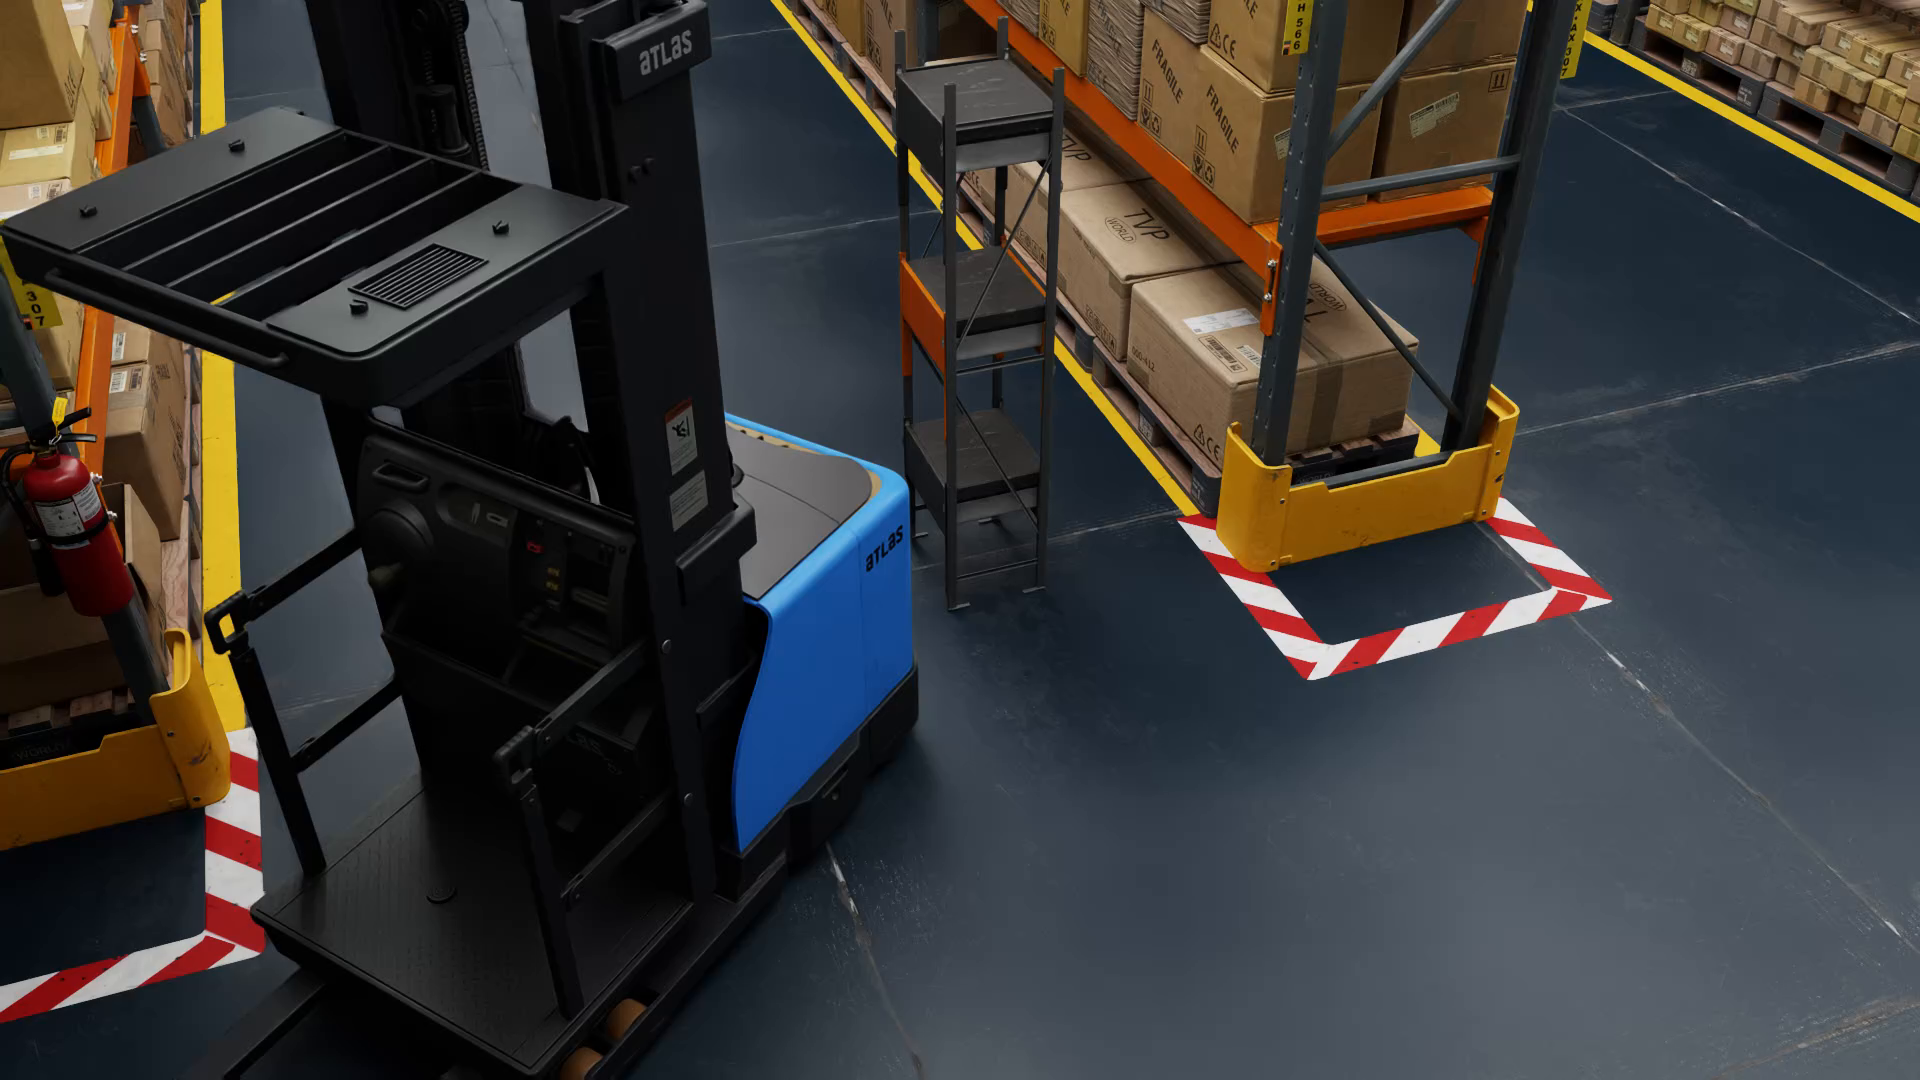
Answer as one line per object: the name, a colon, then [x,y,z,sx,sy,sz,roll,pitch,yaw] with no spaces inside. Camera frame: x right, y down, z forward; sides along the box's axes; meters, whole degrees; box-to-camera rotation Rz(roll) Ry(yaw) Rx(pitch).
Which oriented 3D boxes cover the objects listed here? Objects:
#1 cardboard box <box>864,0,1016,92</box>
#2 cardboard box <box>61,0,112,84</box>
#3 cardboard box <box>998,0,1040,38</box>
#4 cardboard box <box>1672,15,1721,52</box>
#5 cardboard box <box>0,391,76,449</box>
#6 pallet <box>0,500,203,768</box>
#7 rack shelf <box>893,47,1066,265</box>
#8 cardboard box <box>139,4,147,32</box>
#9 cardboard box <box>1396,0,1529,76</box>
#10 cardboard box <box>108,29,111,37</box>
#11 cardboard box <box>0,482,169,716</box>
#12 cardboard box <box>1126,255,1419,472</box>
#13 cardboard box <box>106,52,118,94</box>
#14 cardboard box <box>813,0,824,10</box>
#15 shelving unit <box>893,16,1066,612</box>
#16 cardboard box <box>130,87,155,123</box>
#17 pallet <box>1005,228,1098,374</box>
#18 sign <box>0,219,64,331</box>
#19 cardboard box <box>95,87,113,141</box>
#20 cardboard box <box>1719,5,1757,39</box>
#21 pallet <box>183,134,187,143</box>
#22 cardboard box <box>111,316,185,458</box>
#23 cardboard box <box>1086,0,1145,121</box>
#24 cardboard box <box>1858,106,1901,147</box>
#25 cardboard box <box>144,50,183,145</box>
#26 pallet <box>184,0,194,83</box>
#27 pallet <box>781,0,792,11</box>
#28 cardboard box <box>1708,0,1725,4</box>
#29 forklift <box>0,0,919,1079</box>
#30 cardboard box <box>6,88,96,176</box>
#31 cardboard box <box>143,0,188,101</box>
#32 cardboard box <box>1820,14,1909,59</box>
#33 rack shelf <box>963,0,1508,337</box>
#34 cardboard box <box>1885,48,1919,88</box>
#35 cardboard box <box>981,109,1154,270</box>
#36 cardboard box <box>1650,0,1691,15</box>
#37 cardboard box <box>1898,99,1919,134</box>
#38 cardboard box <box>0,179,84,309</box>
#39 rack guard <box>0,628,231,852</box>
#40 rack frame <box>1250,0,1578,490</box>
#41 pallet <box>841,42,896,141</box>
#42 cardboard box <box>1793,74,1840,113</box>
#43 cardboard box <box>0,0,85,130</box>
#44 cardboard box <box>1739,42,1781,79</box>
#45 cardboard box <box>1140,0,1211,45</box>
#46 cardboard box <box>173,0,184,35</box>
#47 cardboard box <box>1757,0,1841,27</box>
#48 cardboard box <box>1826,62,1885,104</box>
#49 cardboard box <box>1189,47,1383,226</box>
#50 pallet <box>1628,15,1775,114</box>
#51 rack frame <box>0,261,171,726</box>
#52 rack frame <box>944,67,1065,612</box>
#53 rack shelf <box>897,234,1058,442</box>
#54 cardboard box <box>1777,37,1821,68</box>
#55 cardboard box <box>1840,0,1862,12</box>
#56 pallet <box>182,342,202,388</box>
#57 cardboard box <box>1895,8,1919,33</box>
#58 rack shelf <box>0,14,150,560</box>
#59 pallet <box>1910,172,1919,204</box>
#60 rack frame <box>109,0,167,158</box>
cardboard box: [-0.040,-3.199,9.921,0.875,0.875,0.875,-11,38,-15]
cardboard box: [-3.820,-2.059,6.867,0.500,0.250,0.500,-12,39,-16]
cardboard box: [0.499,-2.700,7.758,0.500,0.500,0.500,-12,39,-16]
cardboard box: [4.777,-3.235,10.572,0.380,0.149,0.250,-11,38,-15]
cardboard box: [-2.890,-0.399,4.996,0.380,0.149,0.250,-13,39,-16]
pallet: [-3.335,0.364,6.092,1.003,0.211,1.213,-12,39,-16]
rack shelf: [0.057,-1.293,5.581,0.431,0.518,0.480,-12,39,-16]
cardboard box: [-4.792,-2.928,9.333,0.380,0.149,0.250,-11,38,-14]
cardboard box: [1.727,-2.057,6.073,0.500,0.500,0.500,-13,39,-17]
cardboard box: [-4.064,-2.289,7.504,0.380,0.149,0.250,-12,39,-15]
cardboard box: [-3.156,0.207,5.708,0.797,0.503,0.637,-14,39,-18]
cardboard box: [1.304,-0.784,7.078,0.875,0.438,0.875,-14,39,-17]
cardboard box: [-3.842,-2.004,7.127,0.380,0.149,0.250,-11,38,-15]
cardboard box: [-0.665,-4.213,11.267,0.875,0.875,0.875,-12,39,-15]
shelving unit: [0.057,-0.745,5.994,0.431,2.100,0.503,-12,39,-16]
cardboard box: [-4.284,-2.203,8.371,0.380,0.149,0.250,-11,38,-14]
pallet: [0.860,-1.297,8.296,1.003,0.211,1.213,-12,39,-16]
sign: [-2.525,-0.716,4.487,0.100,0.325,0.005,-12,39,-16]
cardboard box: [-3.662,-1.712,6.739,0.380,0.149,0.250,-13,39,-17]
cardboard box: [4.975,-3.251,10.346,0.380,0.149,0.250,-13,39,-16]
pallet: [-4.726,-1.855,9.037,1.003,0.211,1.213,-12,39,-16]
cardboard box: [-3.501,-0.602,6.785,0.500,0.500,0.500,-12,39,-15]
cardboard box: [0.866,-2.120,6.988,0.500,0.500,0.500,-11,38,-15]
cardboard box: [5.349,-2.370,9.424,0.380,0.149,0.250,-12,39,-15]
cardboard box: [-4.558,-2.305,9.045,0.500,0.500,0.500,-13,39,-17]
pallet: [-5.566,-3.233,10.867,1.003,0.211,1.213,-12,39,-16]
pallet: [-0.927,-4.232,12.192,1.003,0.211,1.213,-12,39,-16]
cardboard box: [4.825,-3.490,10.416,0.380,0.149,0.250,-11,38,-14]
forklift: [-1.330,0.095,4.188,1.130,2.935,3.031,20,41,24]
cardboard box: [-3.484,-1.483,6.103,0.500,0.250,0.500,-13,39,-17]
cardboard box: [-4.898,-2.882,9.812,0.500,0.500,0.500,-14,39,-18]
cardboard box: [5.251,-2.917,9.656,0.380,0.149,0.250,-14,39,-18]
rack shelf: [0.937,-2.130,7.682,1.077,0.370,4.000,-12,39,-16]
cardboard box: [5.416,-2.628,9.271,0.380,0.149,0.250,-14,39,-17]
cardboard box: [0.673,-1.809,8.438,0.875,0.438,0.875,-14,39,-17]
cardboard box: [4.686,-3.505,10.684,0.380,0.149,0.250,-11,38,-14]
cardboard box: [5.418,-2.339,9.135,0.380,0.149,0.250,-12,39,-15]
cardboard box: [-3.111,-0.913,5.346,0.500,0.250,0.500,-12,39,-15]
rack guard: [-3.060,0.698,5.408,1.175,0.500,0.348,-12,39,-16]
rack frame: [1.625,-1.287,5.966,1.000,3.000,0.127,-12,39,-16]
pallet: [-0.088,-2.853,10.362,1.003,0.211,1.213,-12,39,-16]
cardboard box: [5.170,-2.661,9.810,0.380,0.149,0.250,-13,39,-17]
cardboard box: [-3.454,-1.775,5.868,0.500,0.500,0.500,-11,38,-15]
cardboard box: [5.045,-2.972,10.224,0.380,0.149,0.250,-13,39,-17]
cardboard box: [1.028,-2.239,6.315,0.500,0.500,0.500,-12,39,-16]
cardboard box: [-5.277,-3.467,10.588,0.500,0.500,0.500,-13,39,-17]
cardboard box: [5.069,-3.215,10.051,0.380,0.149,0.250,-13,39,-17]
cardboard box: [5.226,-2.637,9.532,0.380,0.149,0.250,-12,39,-15]
cardboard box: [1.211,-1.545,6.225,0.500,0.500,0.500,-12,39,-16]
pallet: [5.126,-3.143,10.747,1.003,0.211,1.213,-12,39,-16]
rack frame: [-3.034,-0.257,4.598,1.000,3.000,0.127,-12,39,-16]
rack frame: [0.141,-0.607,5.811,0.400,2.100,0.015,-12,39,-16]
rack shelf: [0.057,-0.734,6.002,0.431,0.518,0.480,-12,39,-16]
cardboard box: [5.138,-2.938,9.930,0.380,0.149,0.250,-11,38,-14]
cardboard box: [5.462,-3.310,10.178,0.380,0.149,0.250,-11,38,-14]
pallet: [-4.175,-1.015,7.922,1.003,0.211,1.213,-12,39,-16]
cardboard box: [5.746,-3.027,9.801,0.380,0.149,0.250,-14,39,-18]
rack shelf: [-3.722,-1.100,6.315,1.077,0.370,4.000,-12,39,-16]
pallet: [5.966,-1.764,8.917,1.003,0.211,1.213,-12,39,-16]
rack frame: [-4.411,-2.517,7.598,1.000,3.000,0.127,-12,39,-16]
